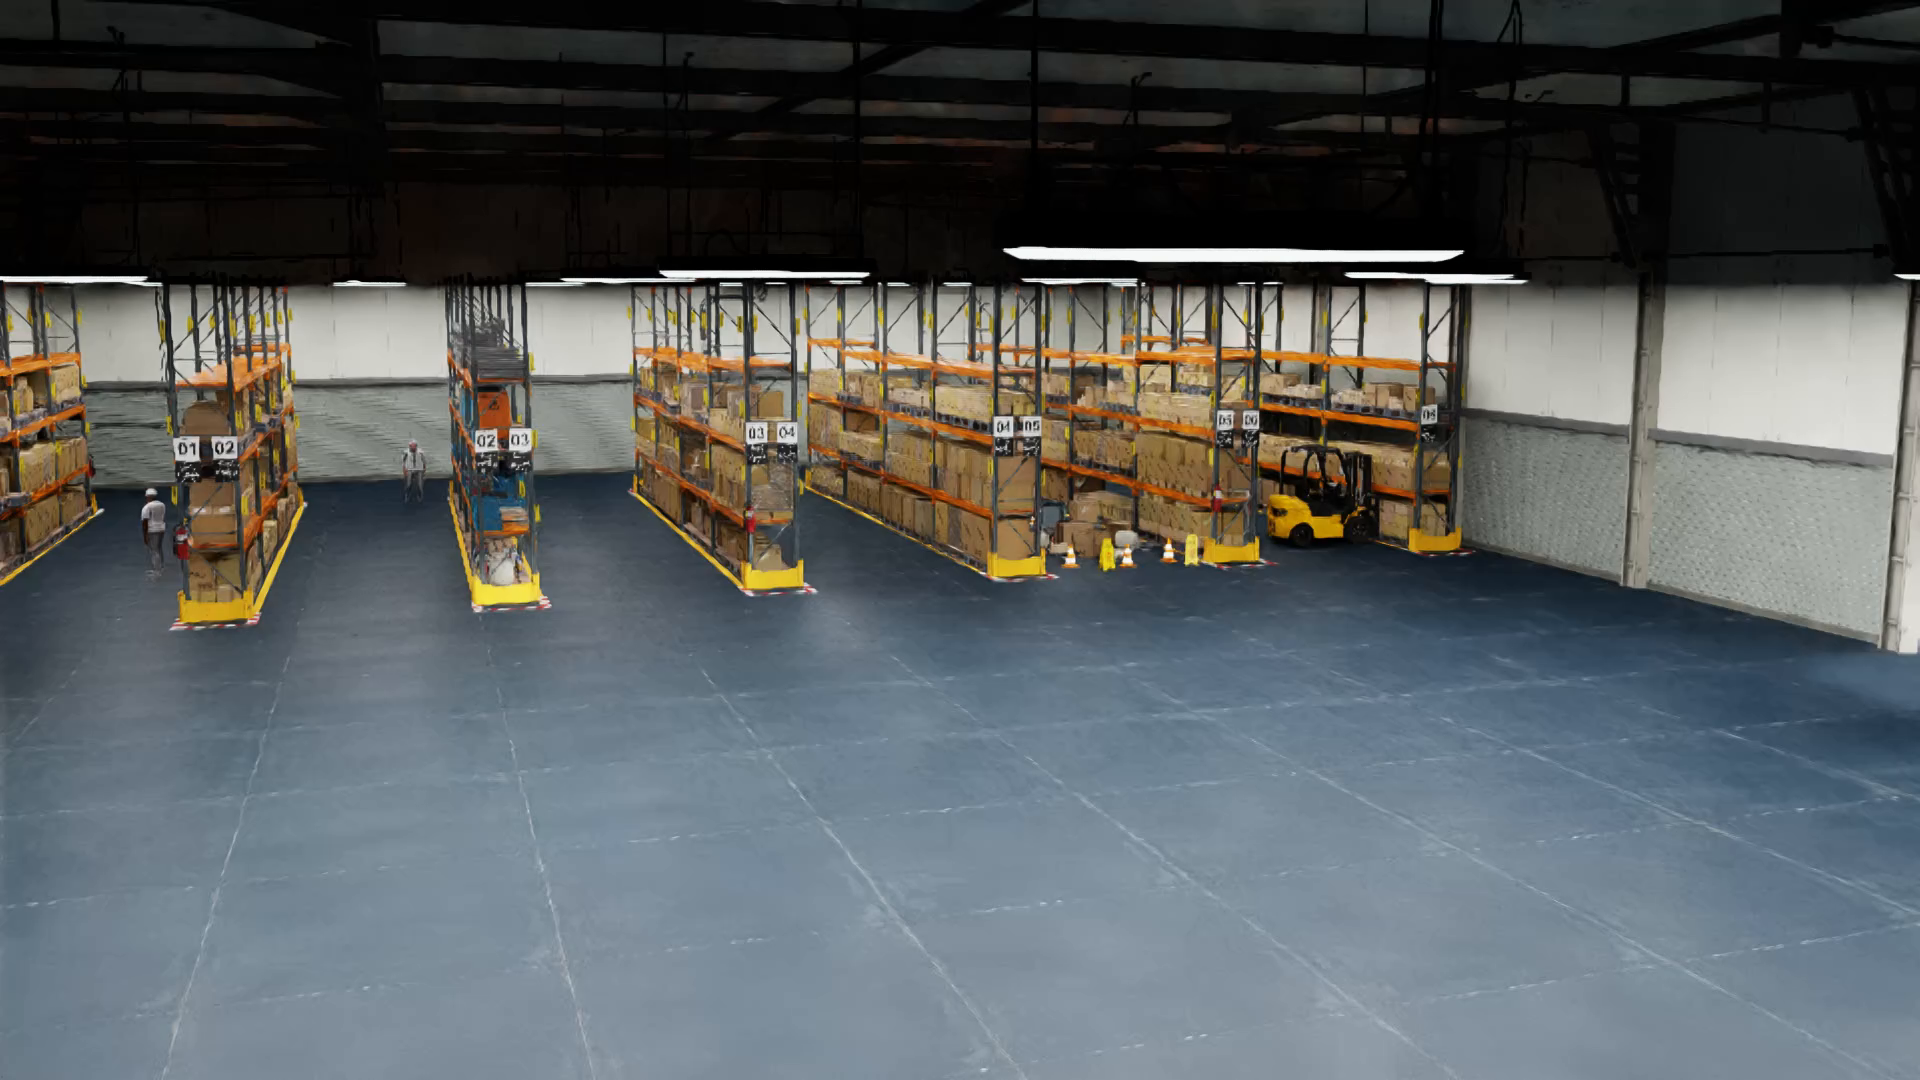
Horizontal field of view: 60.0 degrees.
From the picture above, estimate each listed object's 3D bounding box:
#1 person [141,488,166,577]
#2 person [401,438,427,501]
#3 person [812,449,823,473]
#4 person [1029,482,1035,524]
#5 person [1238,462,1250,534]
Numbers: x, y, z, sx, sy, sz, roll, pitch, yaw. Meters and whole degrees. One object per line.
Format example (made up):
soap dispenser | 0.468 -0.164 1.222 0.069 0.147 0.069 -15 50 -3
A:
person | -16.141 -0.162 33.205 0.497 1.765 0.625 2 9 12
person | -14.755 -1.900 44.973 0.677 1.726 0.574 -3 9 -19
person | -4.493 -2.925 52.075 0.486 1.616 0.958 1 9 4
person | 1.741 -1.183 40.113 0.567 1.702 0.623 2 9 10
person | 6.616 -0.998 39.076 0.459 1.675 0.525 2 9 10
